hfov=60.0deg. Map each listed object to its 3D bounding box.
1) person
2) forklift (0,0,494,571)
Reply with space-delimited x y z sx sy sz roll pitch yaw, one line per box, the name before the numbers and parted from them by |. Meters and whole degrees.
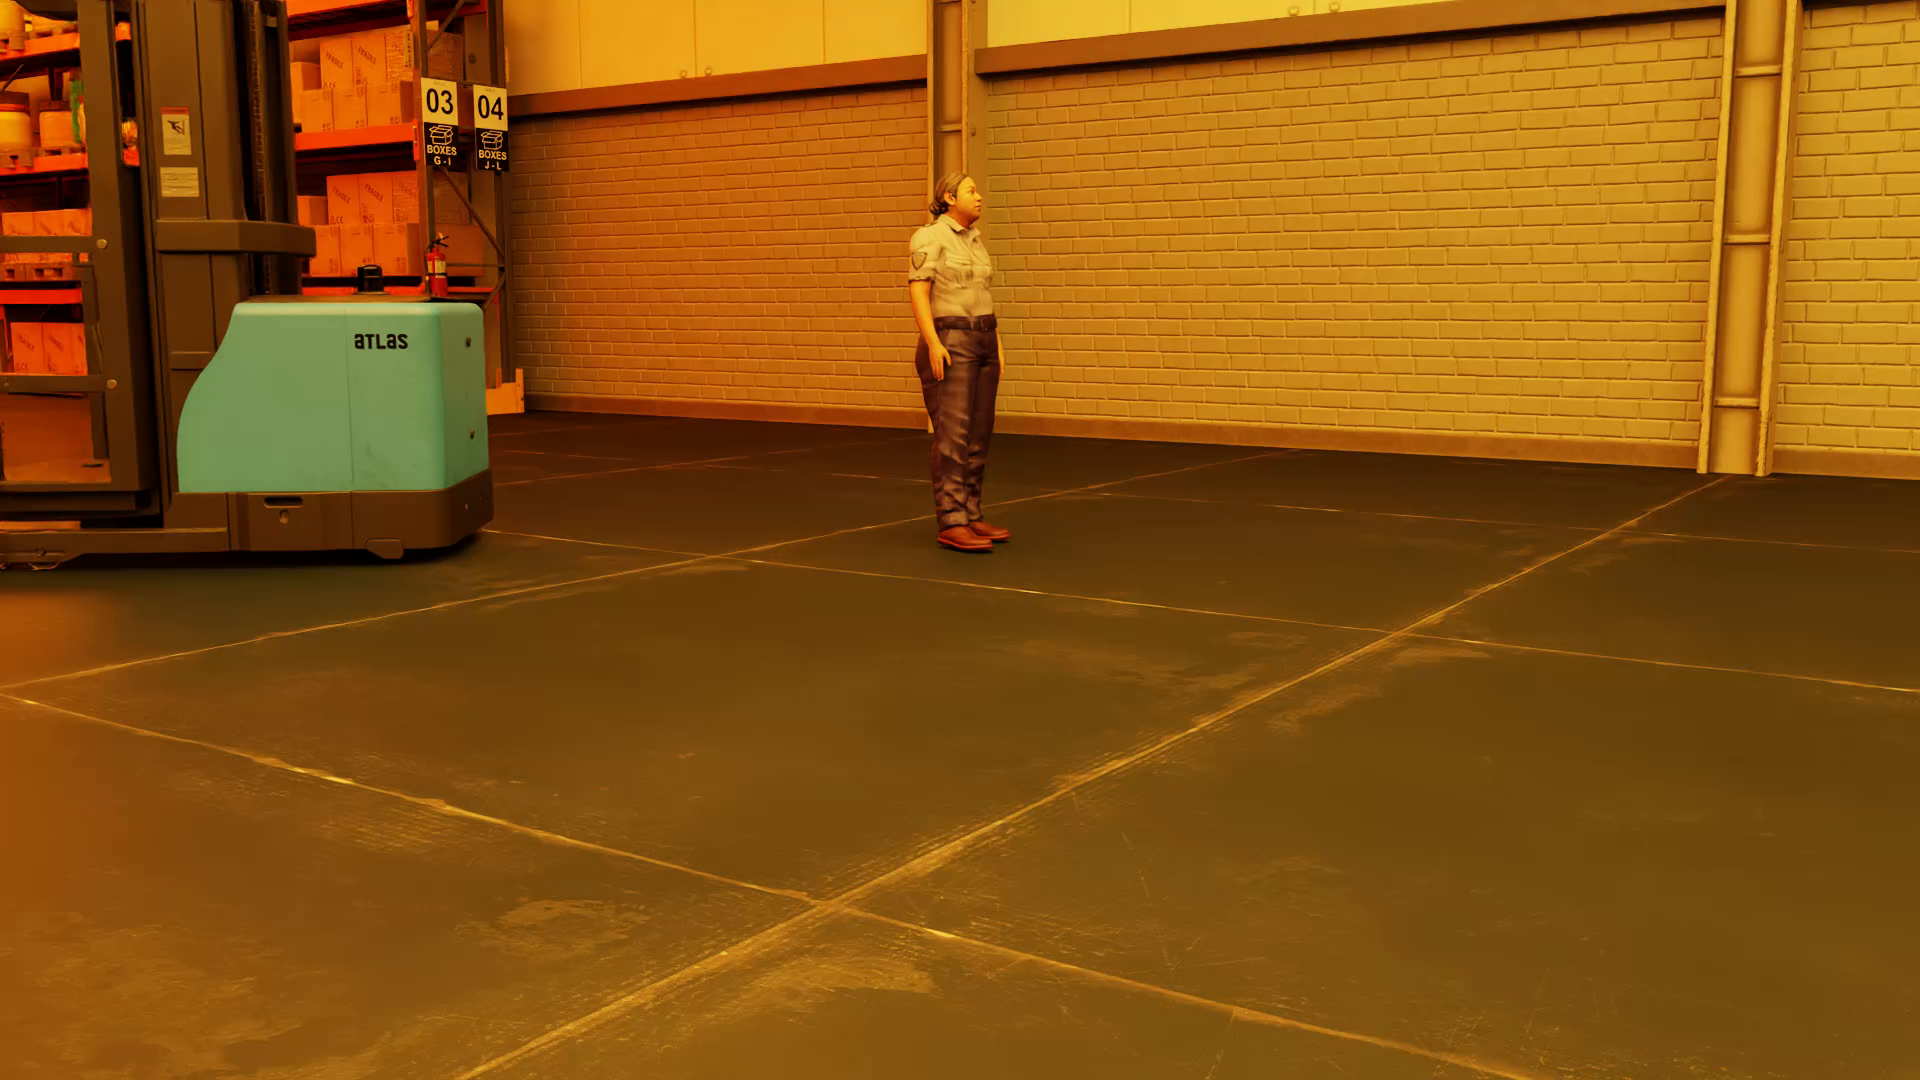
person | 0.061 -0.810 7.419 0.503 1.643 0.598 5 10 34
forklift | -3.659 -1.402 7.051 3.031 2.935 1.130 -1 8 -4
